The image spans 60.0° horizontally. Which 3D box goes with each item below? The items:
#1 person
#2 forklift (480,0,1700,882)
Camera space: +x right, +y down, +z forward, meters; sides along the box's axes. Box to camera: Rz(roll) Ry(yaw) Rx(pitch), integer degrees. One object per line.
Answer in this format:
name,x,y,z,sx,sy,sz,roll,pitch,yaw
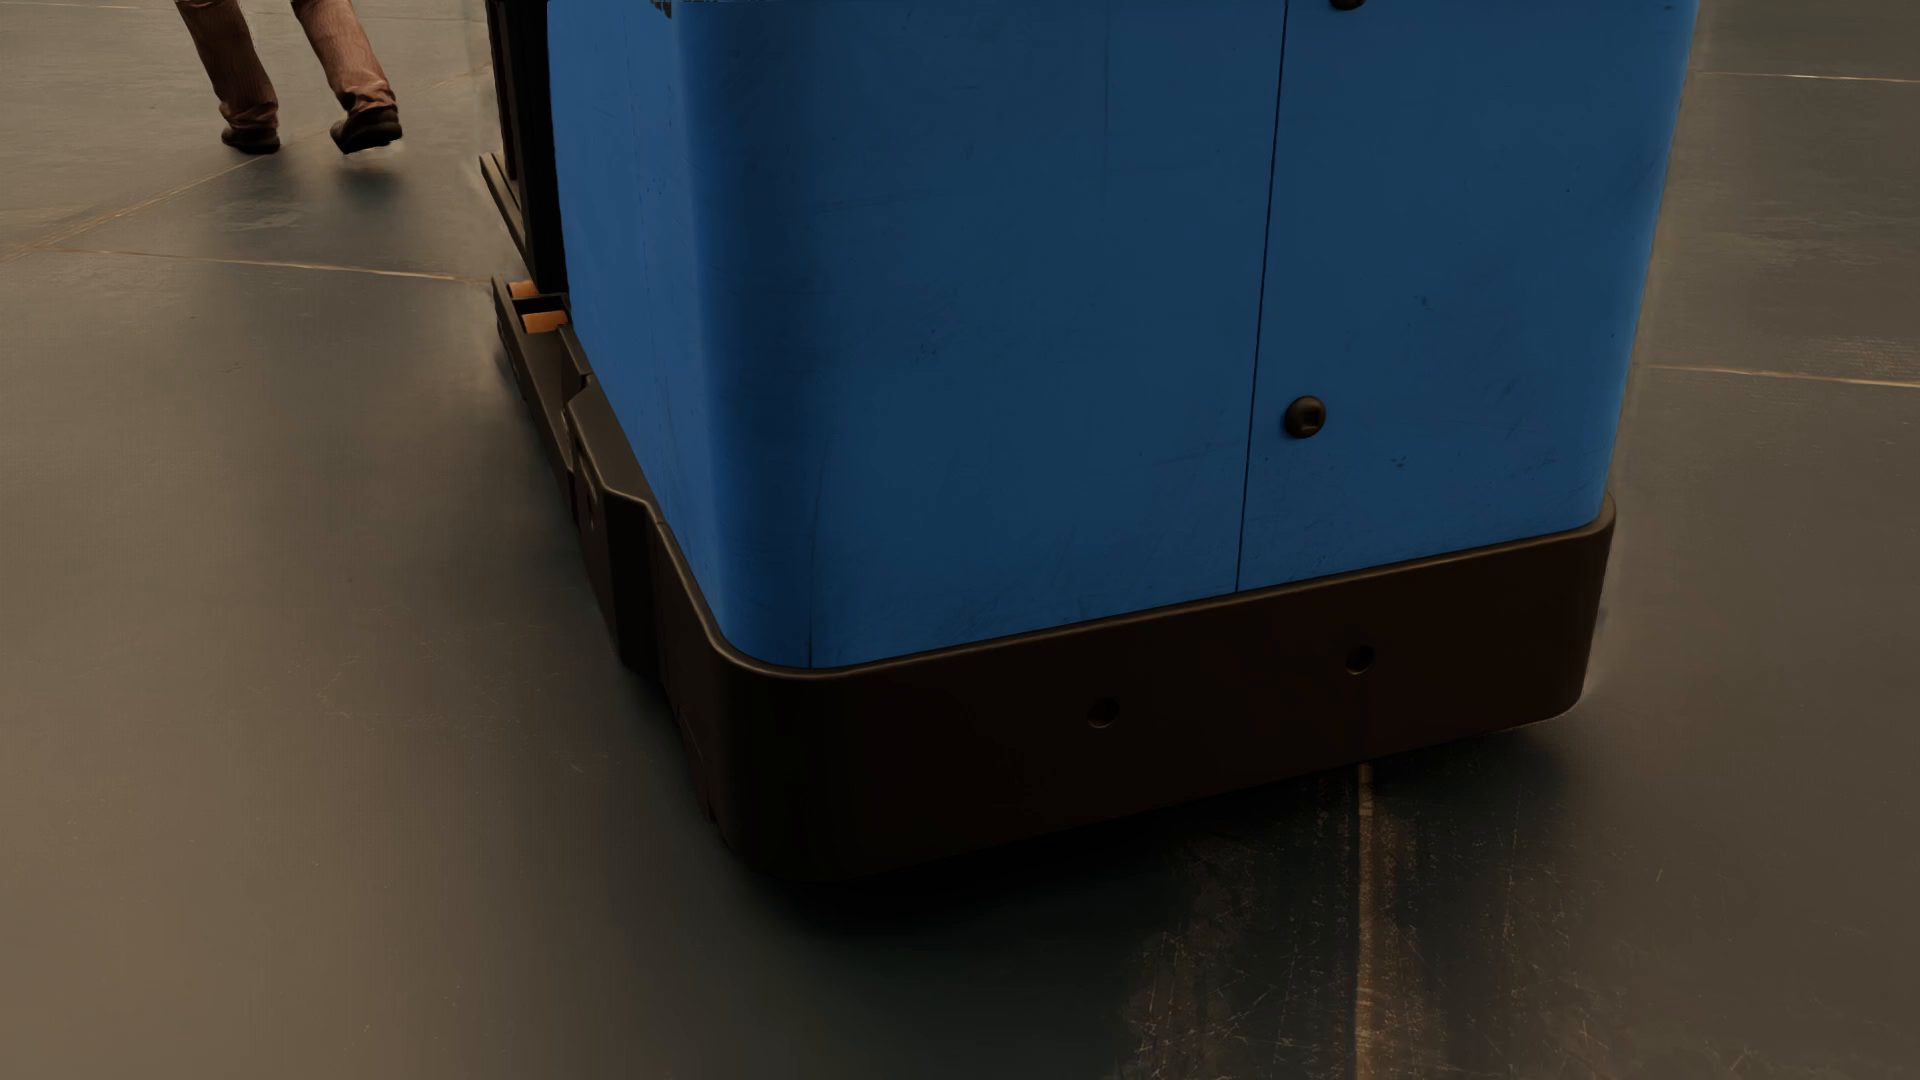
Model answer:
person,-1.822,-1.756,4.196,0.864,1.635,0.573,22,34,36
forklift,-0.241,-1.610,2.436,1.130,2.935,3.031,-10,28,-18
